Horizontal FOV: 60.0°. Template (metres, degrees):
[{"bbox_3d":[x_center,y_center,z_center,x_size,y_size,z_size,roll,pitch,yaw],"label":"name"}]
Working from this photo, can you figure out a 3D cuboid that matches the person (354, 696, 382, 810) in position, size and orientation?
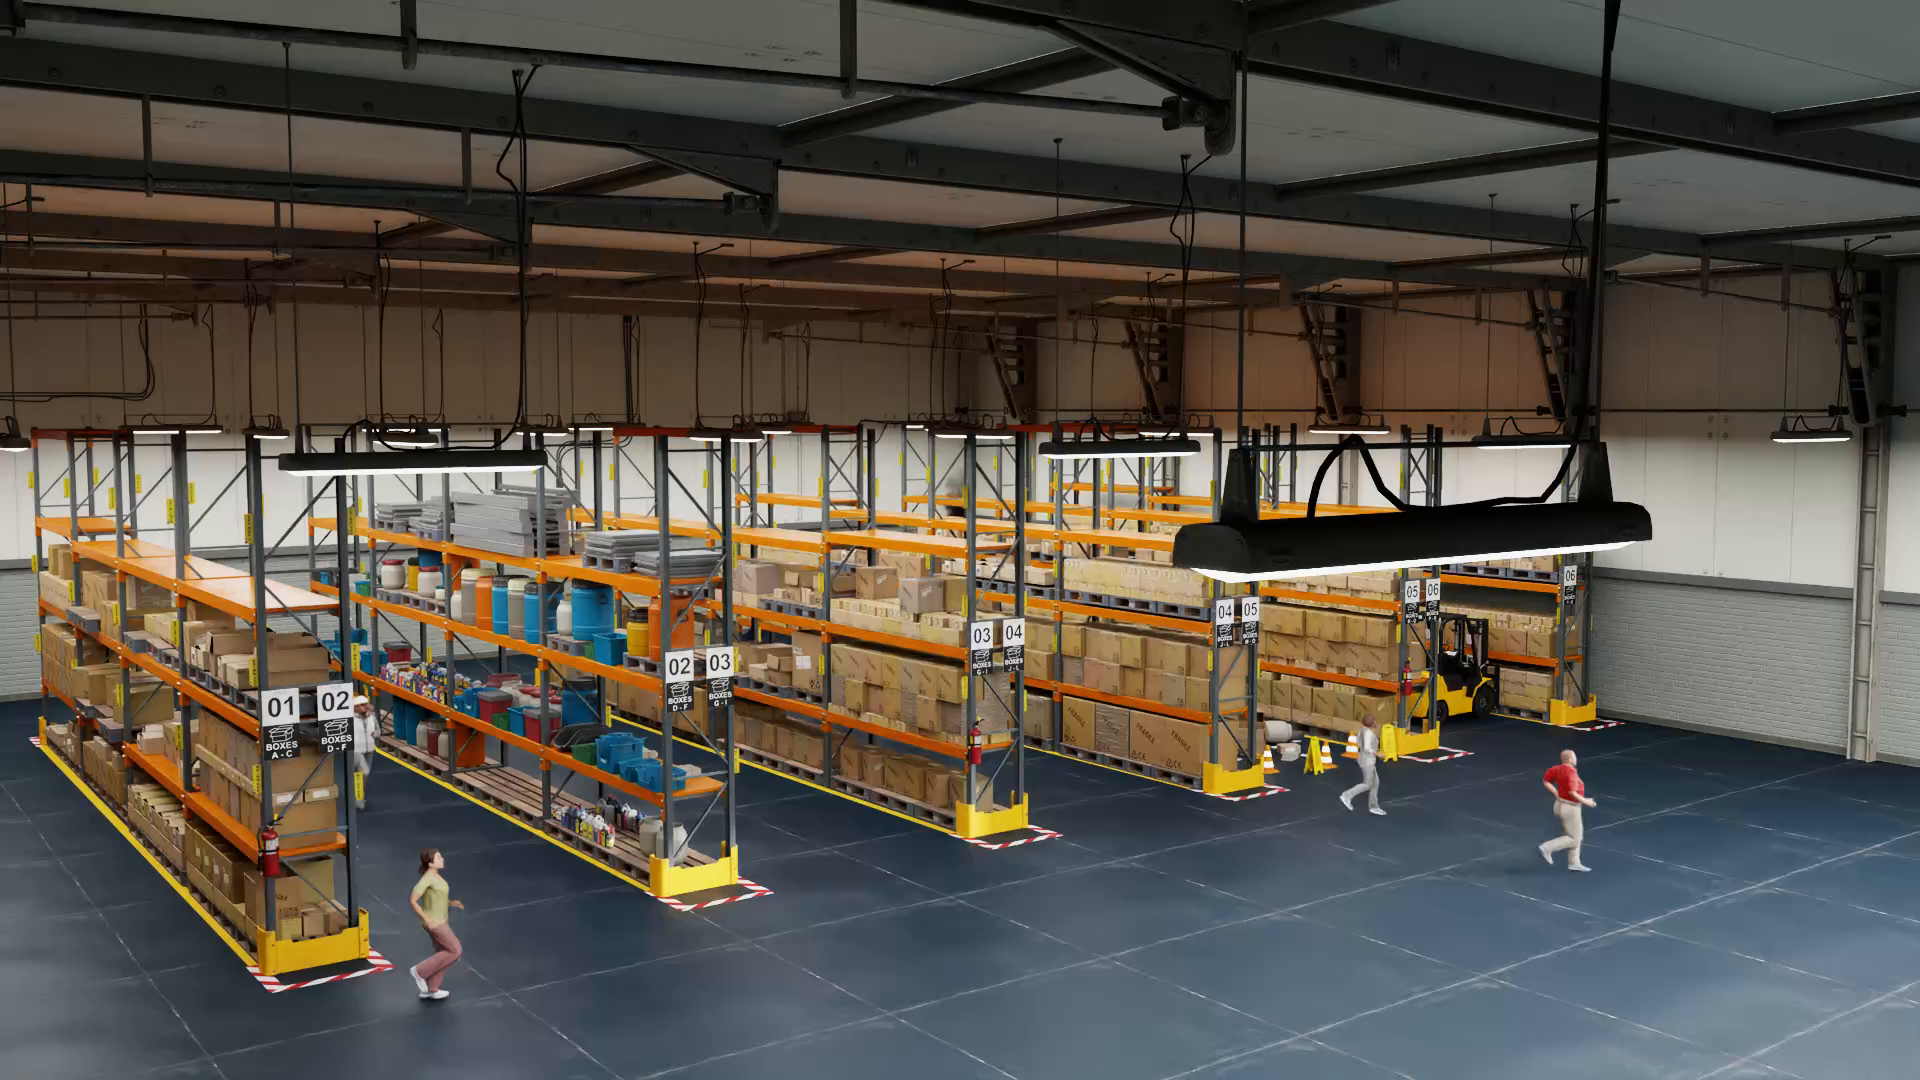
[{"bbox_3d":[-9.515,3.371,26.461,0.686,1.790,0.638,3,6,37],"label":"person"}]

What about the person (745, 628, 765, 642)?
[{"bbox_3d":[-5.165,2.234,42.133,0.518,1.604,0.602,-3,6,-36],"label":"person"}]

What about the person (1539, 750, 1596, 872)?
[{"bbox_3d":[8.264,3.712,22.733,0.816,1.717,0.663,-1,5,-9],"label":"person"}]

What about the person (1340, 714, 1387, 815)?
[{"bbox_3d":[6.323,3.502,26.011,0.732,1.600,0.565,1,5,8],"label":"person"}]

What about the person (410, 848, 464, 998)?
[{"bbox_3d":[-5.613,4.109,17.877,0.531,1.613,0.582,-1,5,-8],"label":"person"}]
